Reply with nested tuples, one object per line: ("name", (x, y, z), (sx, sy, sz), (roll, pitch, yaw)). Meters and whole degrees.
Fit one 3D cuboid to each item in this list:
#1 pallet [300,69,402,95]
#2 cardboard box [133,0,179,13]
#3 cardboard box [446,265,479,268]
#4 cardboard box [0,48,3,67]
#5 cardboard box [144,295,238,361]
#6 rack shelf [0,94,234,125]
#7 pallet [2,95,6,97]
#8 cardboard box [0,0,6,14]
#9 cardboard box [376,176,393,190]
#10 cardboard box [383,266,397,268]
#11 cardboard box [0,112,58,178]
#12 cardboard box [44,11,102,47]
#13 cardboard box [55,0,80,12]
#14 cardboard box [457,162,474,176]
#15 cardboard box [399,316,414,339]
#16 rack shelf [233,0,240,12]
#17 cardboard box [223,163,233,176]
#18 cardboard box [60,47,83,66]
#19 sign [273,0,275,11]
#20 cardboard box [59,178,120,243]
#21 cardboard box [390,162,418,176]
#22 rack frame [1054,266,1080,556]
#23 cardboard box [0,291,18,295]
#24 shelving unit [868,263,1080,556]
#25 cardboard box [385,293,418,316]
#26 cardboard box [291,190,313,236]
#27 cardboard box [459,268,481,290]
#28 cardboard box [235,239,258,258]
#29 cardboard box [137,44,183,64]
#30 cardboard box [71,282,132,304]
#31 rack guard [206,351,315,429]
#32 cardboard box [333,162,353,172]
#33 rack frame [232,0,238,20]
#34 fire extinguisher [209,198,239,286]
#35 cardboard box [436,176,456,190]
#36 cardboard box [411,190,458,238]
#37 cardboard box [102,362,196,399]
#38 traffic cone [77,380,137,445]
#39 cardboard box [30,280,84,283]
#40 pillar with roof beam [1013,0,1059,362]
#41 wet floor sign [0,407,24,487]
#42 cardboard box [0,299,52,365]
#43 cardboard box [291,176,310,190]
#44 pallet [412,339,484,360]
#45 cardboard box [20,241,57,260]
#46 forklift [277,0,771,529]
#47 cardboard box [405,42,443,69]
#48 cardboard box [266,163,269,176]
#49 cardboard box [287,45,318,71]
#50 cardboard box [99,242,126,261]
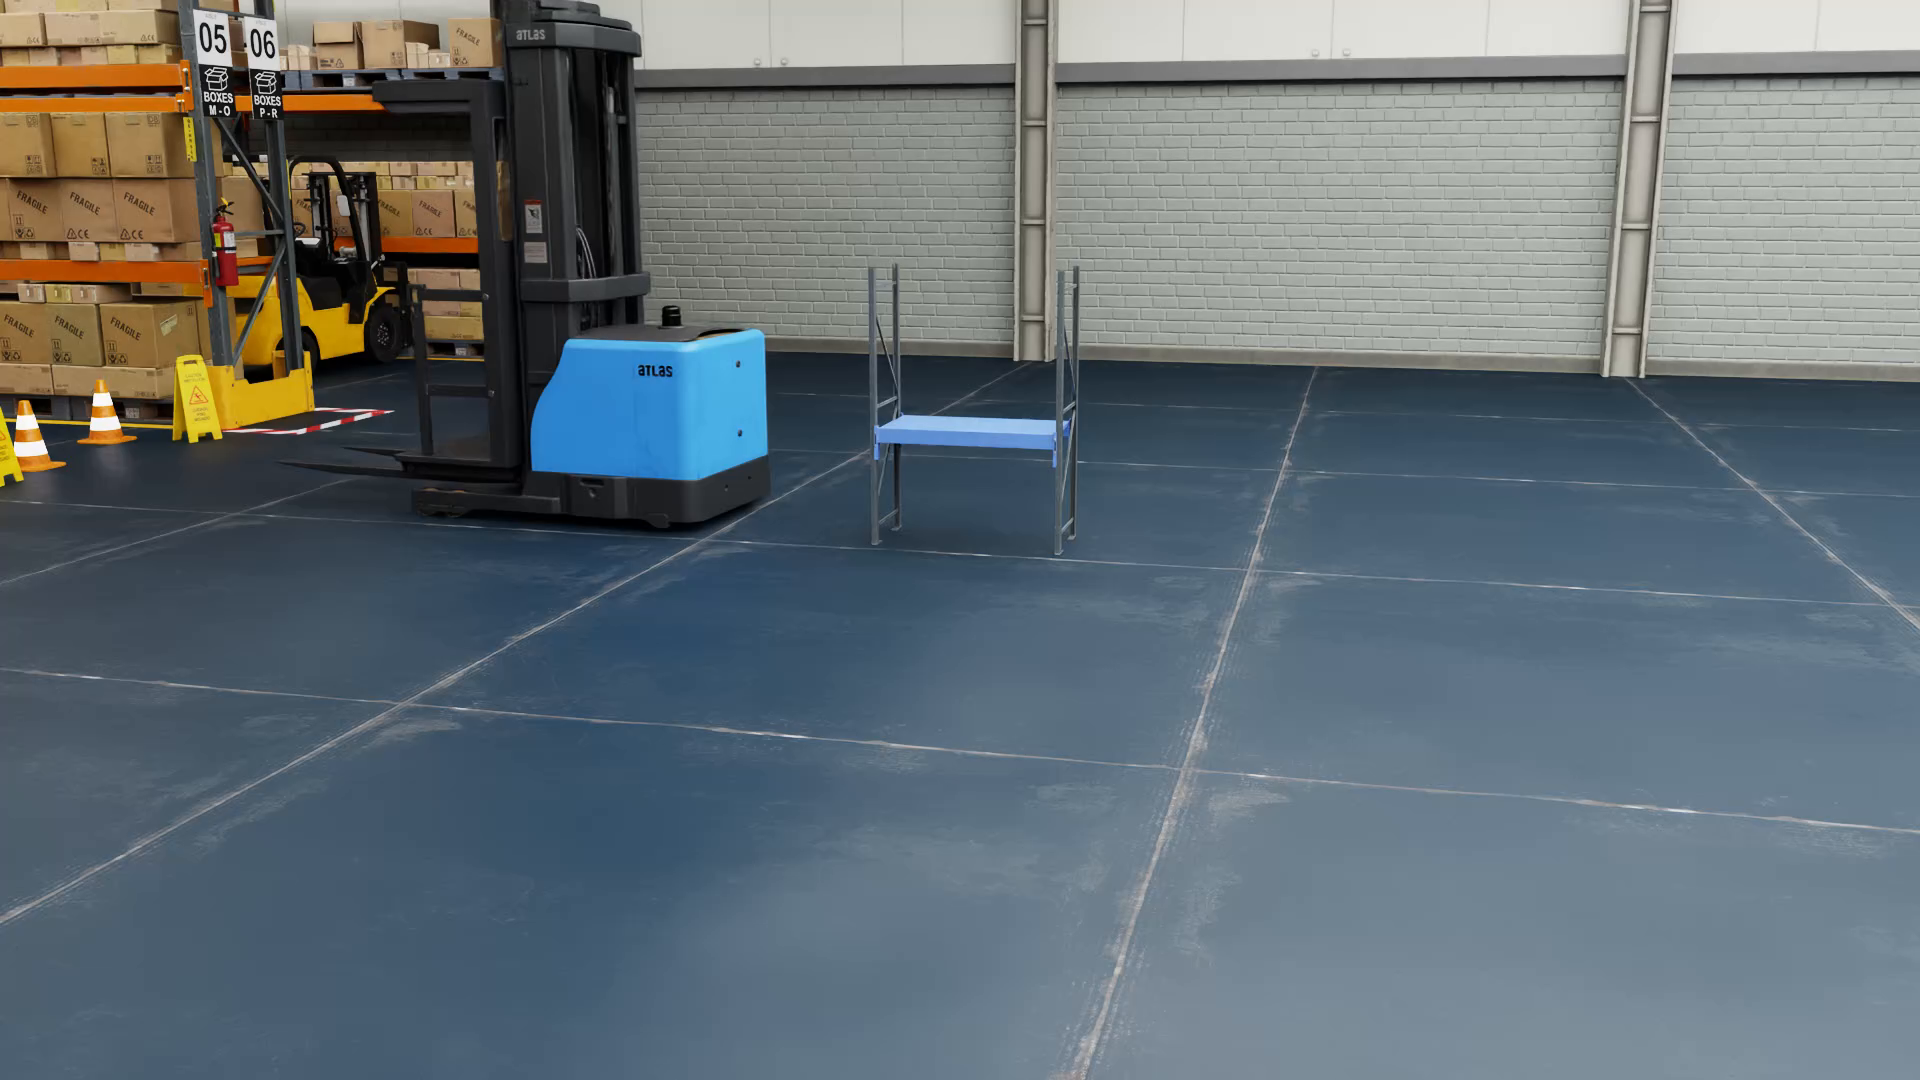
("pallet", (-6.429, -5.036, 18.287), (1.213, 0.211, 1.003), (3, 13, 14))
("cardboard box", (-6.146, -4.153, 12.839), (0.250, 0.149, 0.380), (3, 13, 14))
("cardboard box", (-5.468, -2.951, 18.678), (0.500, 0.250, 0.500), (3, 13, 14))
("cardboard box", (-7.662, -3.838, 13.261), (0.250, 0.149, 0.380), (3, 13, 13))
("cardboard box", (-6.487, -1.796, 14.050), (0.500, 0.500, 0.500), (3, 13, 12))
("rack shelf", (-10.386, -4.935, 19.286), (4.000, 0.370, 1.077), (3, 13, 14))
("pallet", (-11.648, -5.281, 19.622), (1.003, 0.211, 1.213), (4, 13, 16))
("cardboard box", (-7.643, -4.225, 13.166), (0.250, 0.149, 0.380), (3, 13, 15))
("cardboard box", (-6.216, -3.896, 18.140), (0.250, 0.149, 0.380), (3, 13, 14))
("cardboard box", (-6.562, -2.896, 18.433), (0.500, 0.250, 0.500), (3, 13, 12))
("cardboard box", (-7.304, -3.161, 13.332), (0.500, 0.500, 0.700), (3, 13, 13))
("cardboard box", (-6.793, -4.002, 13.079), (0.500, 0.250, 0.500), (3, 13, 13))
("cardboard box", (-6.873, -4.207, 13.086), (0.250, 0.149, 0.380), (3, 13, 14))
("cardboard box", (-5.206, -4.001, 17.928), (0.250, 0.149, 0.380), (3, 13, 14))
("cardboard box", (-6.057, -2.386, 18.443), (0.500, 0.250, 0.500), (3, 13, 14))
("rack shelf", (-6.503, -5.996, 18.068), (4.000, 0.370, 1.077), (3, 13, 14))
("cardboard box", (-8.206, -4.149, 18.596), (0.250, 0.149, 0.380), (3, 13, 15))
("cardboard box", (-6.889, -3.822, 13.188), (0.250, 0.149, 0.380), (3, 13, 14))
("sign", (-5.617, -4.471, 13.518), (0.005, 0.325, 0.100), (3, 13, 14))
("cardboard box", (-6.825, -2.657, 13.368), (0.500, 0.500, 0.500), (3, 13, 14))
("cardboard box", (-5.970, -4.028, 18.048), (0.250, 0.149, 0.380), (3, 13, 15))
("rack frame", (0.576, -0.701, 8.932), (0.032, 1.500, 0.500), (3, 13, 14))
("cardboard box", (-8.497, -1.902, 14.529), (0.500, 0.500, 0.500), (3, 13, 15))
("shelving unit", (0.083, -0.728, 9.051), (1.048, 1.500, 0.538), (3, 13, 14))
("cardboard box", (-6.099, -2.627, 18.373), (0.500, 0.250, 0.500), (3, 13, 12))
("cardboard box", (-7.075, -3.639, 18.479), (0.500, 0.500, 0.500), (3, 13, 13))
("cardboard box", (-5.083, -2.819, 18.085), (0.500, 0.250, 0.500), (4, 13, 15))
("cardboard box", (-6.027, -2.405, 13.726), (0.250, 0.149, 0.380), (3, 13, 14))
("cardboard box", (-6.160, -3.767, 12.944), (0.250, 0.149, 0.380), (3, 13, 14))
("cardboard box", (-6.959, -2.003, 13.487), (0.250, 0.149, 0.380), (3, 13, 15))
("rack guard", (-5.820, -1.250, 13.712), (0.348, 0.500, 1.175), (3, 13, 14))
("cardboard box", (-6.690, -4.090, 18.328), (0.250, 0.149, 0.380), (3, 13, 14))
("rack frame", (-8.445, -6.646, 18.415), (0.127, 3.000, 1.000), (3, 13, 14))
("fire extinguisher", (-5.746, -2.325, 12.968), (0.183, 0.674, 0.296), (3, 13, 14))
("cardboard box", (-5.457, -3.868, 18.014), (0.250, 0.149, 0.380), (3, 13, 15))
("cardboard box", (-5.603, -3.558, 18.115), (0.500, 0.500, 0.500), (3, 13, 15))
("cardboard box", (-6.619, -1.315, 13.616), (0.500, 0.250, 0.500), (3, 13, 13))
("traffic cone", (-6.473, -0.979, 12.576), (0.334, 0.463, 0.336), (3, 13, 14))
("cardboard box", (-10.436, -2.869, 19.751), (0.625, 0.625, 0.875), (3, 13, 11))
("pillar with roof beam", (-0.227, -5.448, 13.013), (0.400, 9.000, 9.100), (3, 13, 14))
("wet floor sign", (-6.332, -0.685, 10.833), (0.232, 0.644, 0.267), (1, 13, 4))
("cardboard box", (-7.583, -1.736, 13.778), (0.500, 0.500, 0.500), (3, 13, 12))
("cardboard box", (-7.211, -3.948, 18.375), (0.250, 0.149, 0.380), (3, 13, 13))
("pallet", (-5.314, -2.180, 18.570), (1.213, 0.211, 1.003), (3, 13, 14))
("cardboard box", (-7.420, -2.369, 13.568), (0.250, 0.149, 0.380), (3, 13, 13))
("forklift", (-2.735, -1.664, 9.967), (3.031, 2.935, 1.130), (4, 13, 18))
("cardboard box", (-5.685, -5.155, 17.728), (0.258, 0.266, 0.396), (3, 13, 14))
("cardboard box", (-7.455, -4.109, 18.411), (0.250, 0.149, 0.380), (3, 13, 15))
("cardboard box", (-7.076, -5.229, 18.063), (0.258, 0.266, 0.396), (3, 13, 12))
("cardboard box", (-6.677, -2.325, 13.370), (0.250, 0.149, 0.380), (3, 13, 13))
